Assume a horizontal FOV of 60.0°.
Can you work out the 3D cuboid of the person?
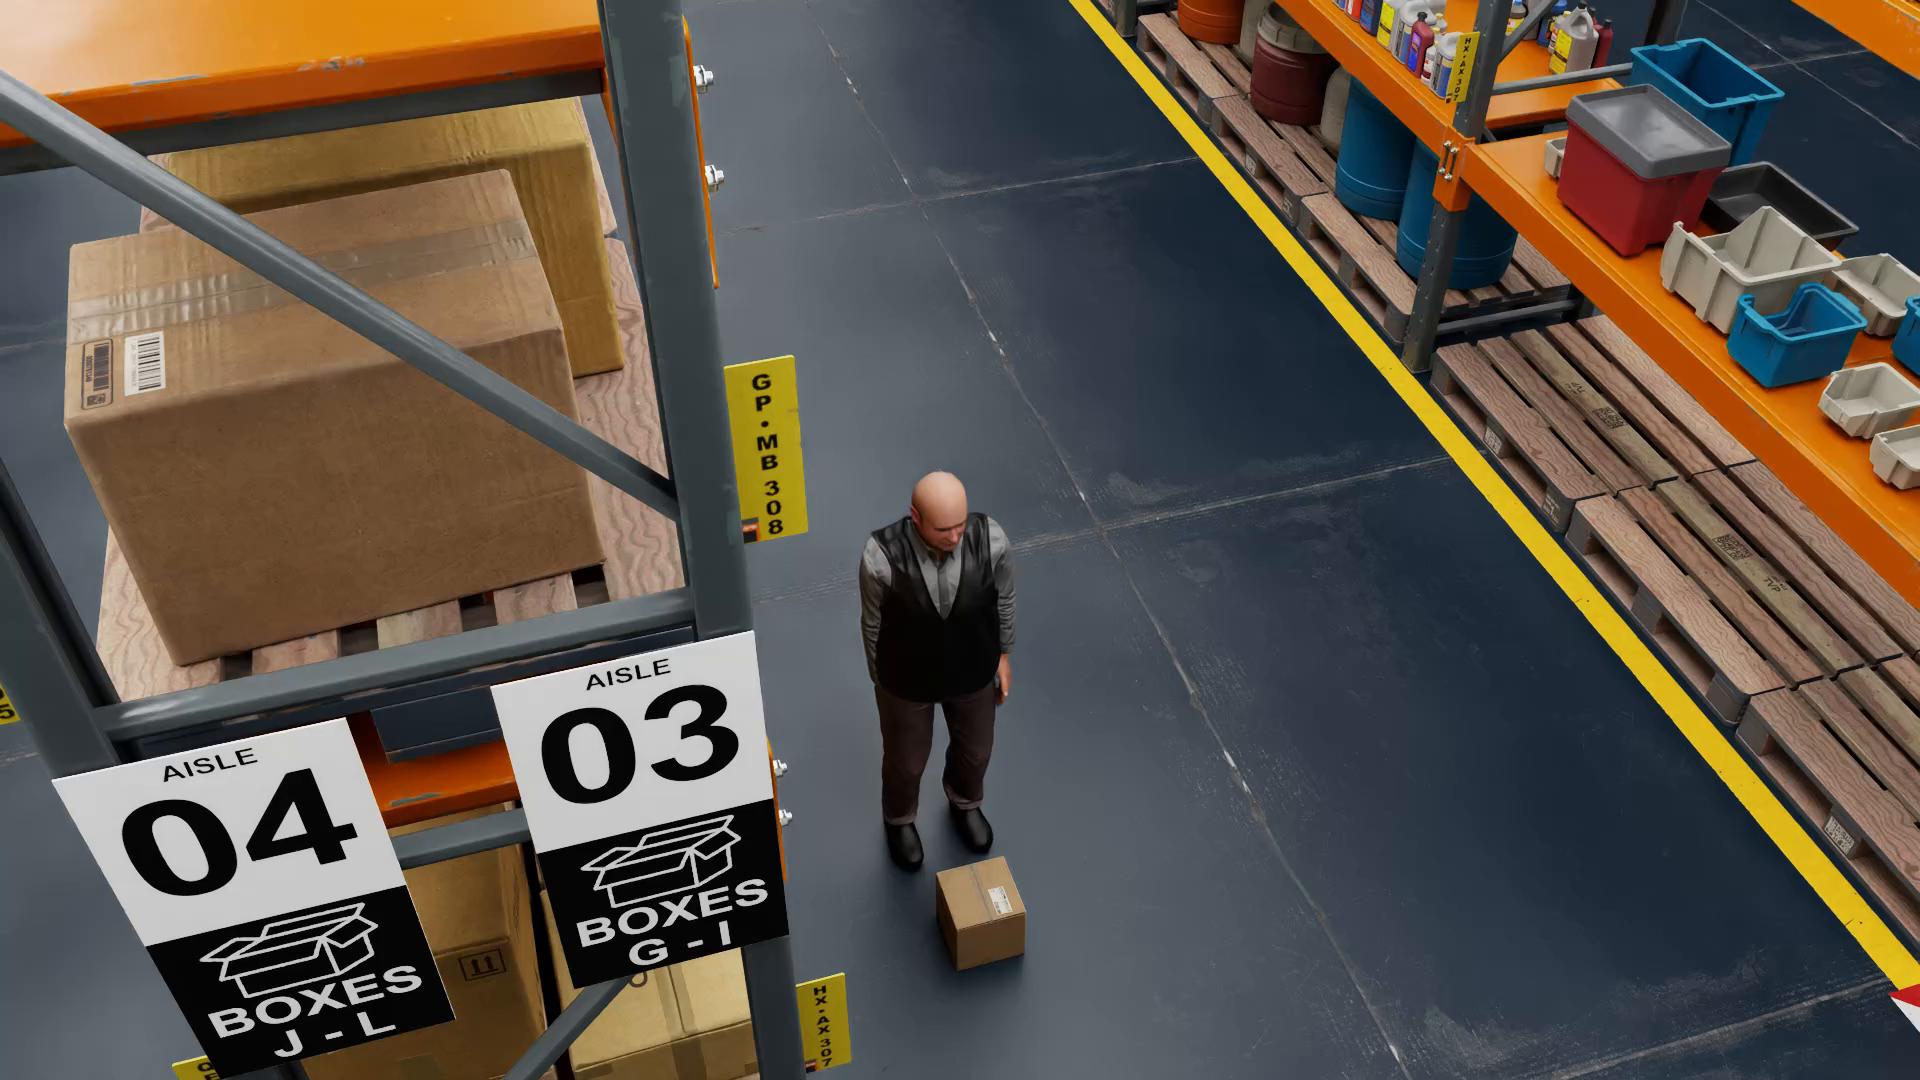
[{"bbox_3d":[-0.063,0.447,5.692,0.534,1.712,0.355,-11,43,-12],"label":"person"}]
